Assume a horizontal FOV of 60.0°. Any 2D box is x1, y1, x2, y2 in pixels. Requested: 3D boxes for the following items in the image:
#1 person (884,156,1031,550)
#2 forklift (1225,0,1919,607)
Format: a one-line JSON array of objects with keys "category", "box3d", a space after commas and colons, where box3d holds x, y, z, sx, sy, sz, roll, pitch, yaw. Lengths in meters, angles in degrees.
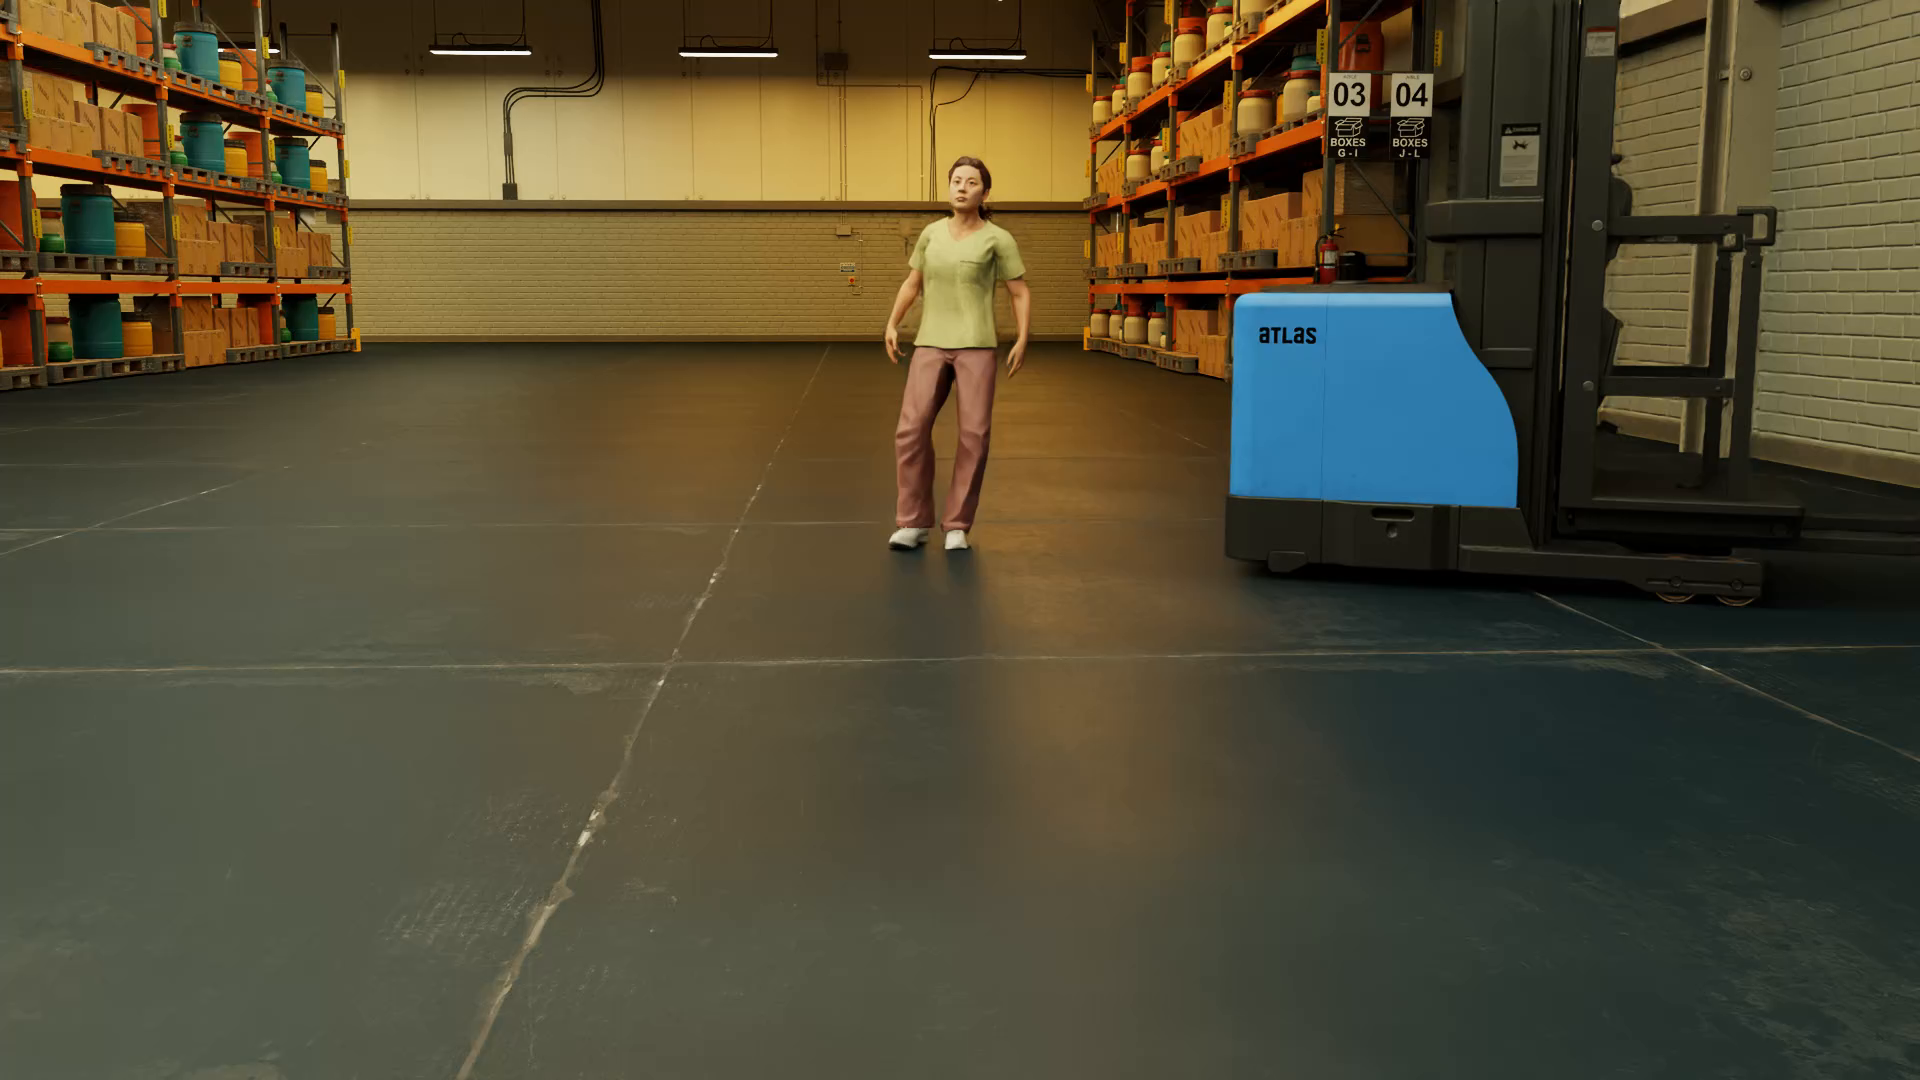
[{"category": "person", "box3d": [-0.037, -0.791, 7.079, 0.612, 1.657, 0.501, 2, 9, 16]}, {"category": "forklift", "box3d": [2.595, -1.307, 6.132, 3.031, 2.935, 1.130, 3, 9, 19]}]
